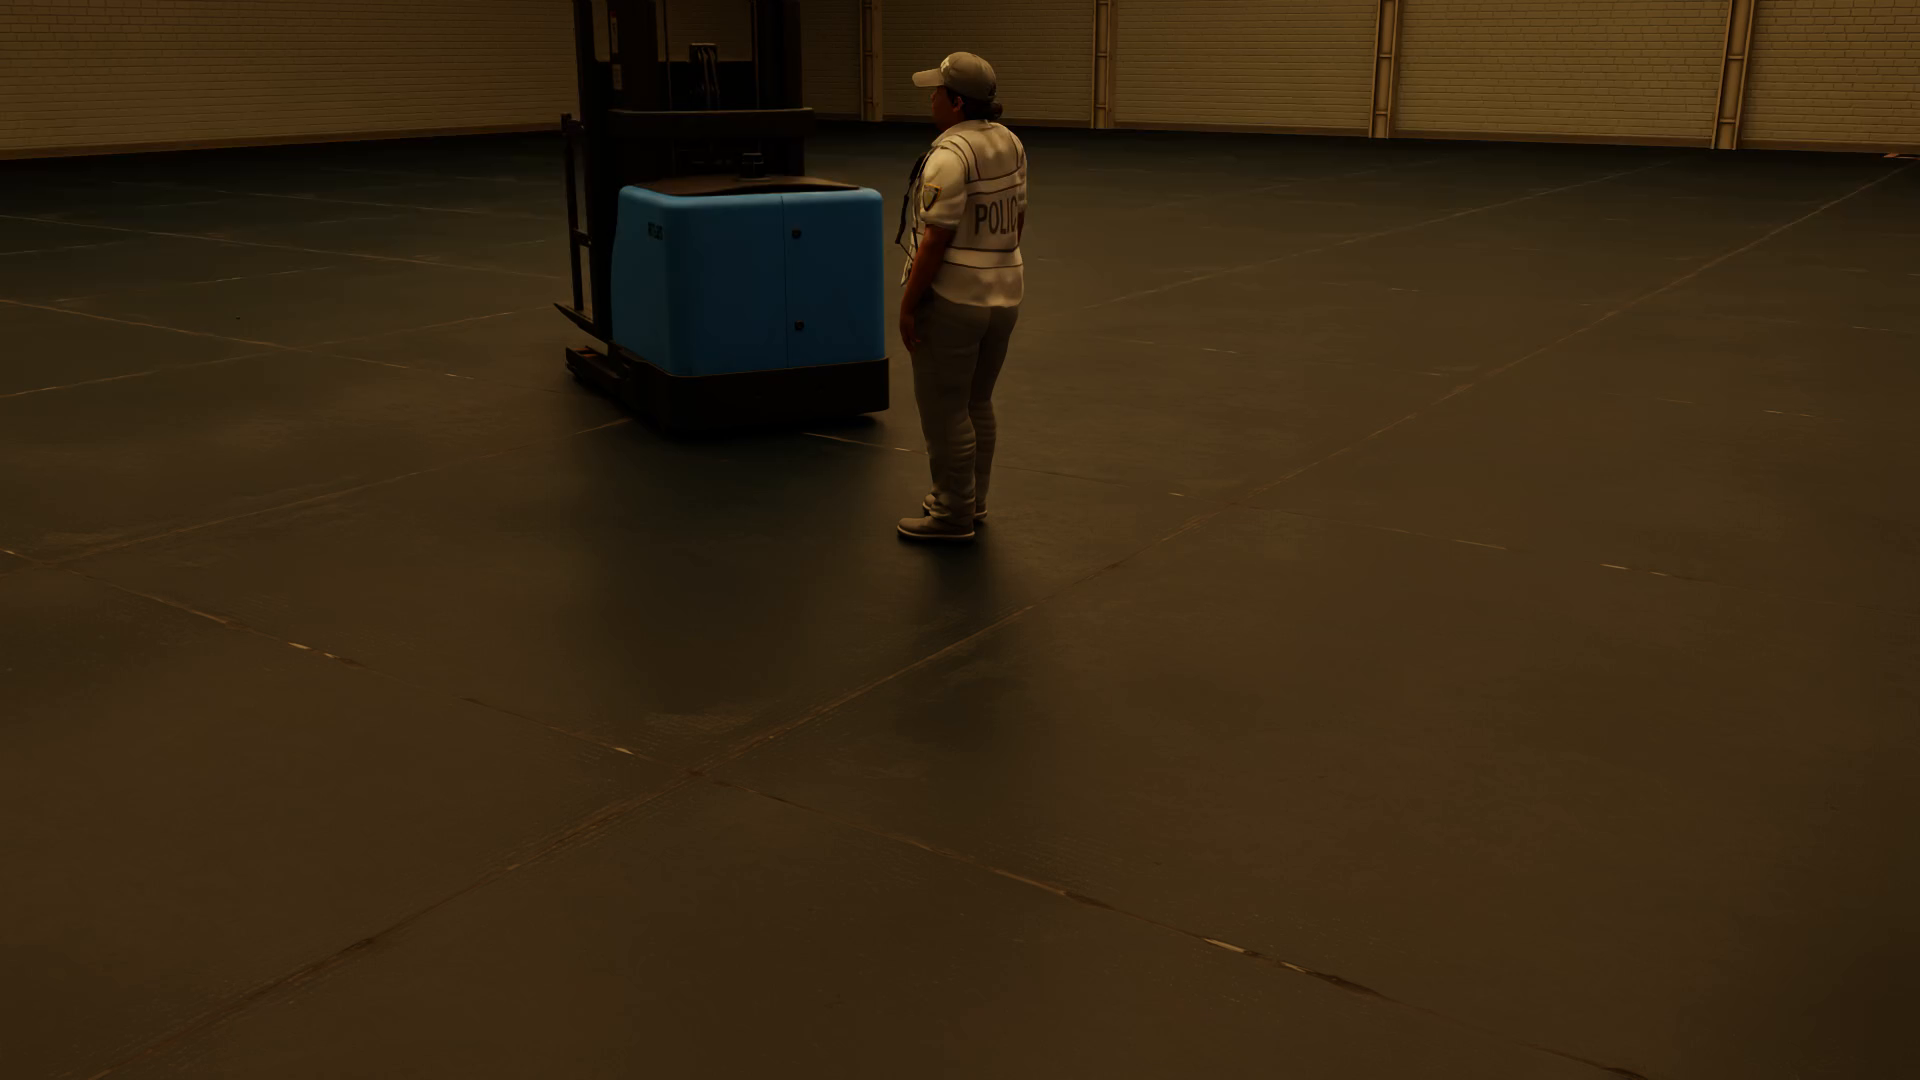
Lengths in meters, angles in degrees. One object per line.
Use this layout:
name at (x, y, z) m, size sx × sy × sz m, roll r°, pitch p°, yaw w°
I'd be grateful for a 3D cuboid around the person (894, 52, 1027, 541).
person at (-0.050, -0.823, 5.767) m, size 0.529 × 1.670 × 0.599 m, roll 11°, pitch 20°, yaw 33°

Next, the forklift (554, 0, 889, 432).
forklift at (-1.438, -2.261, 8.394) m, size 1.130 × 2.935 × 3.031 m, roll -8°, pitch 18°, yaw -25°
